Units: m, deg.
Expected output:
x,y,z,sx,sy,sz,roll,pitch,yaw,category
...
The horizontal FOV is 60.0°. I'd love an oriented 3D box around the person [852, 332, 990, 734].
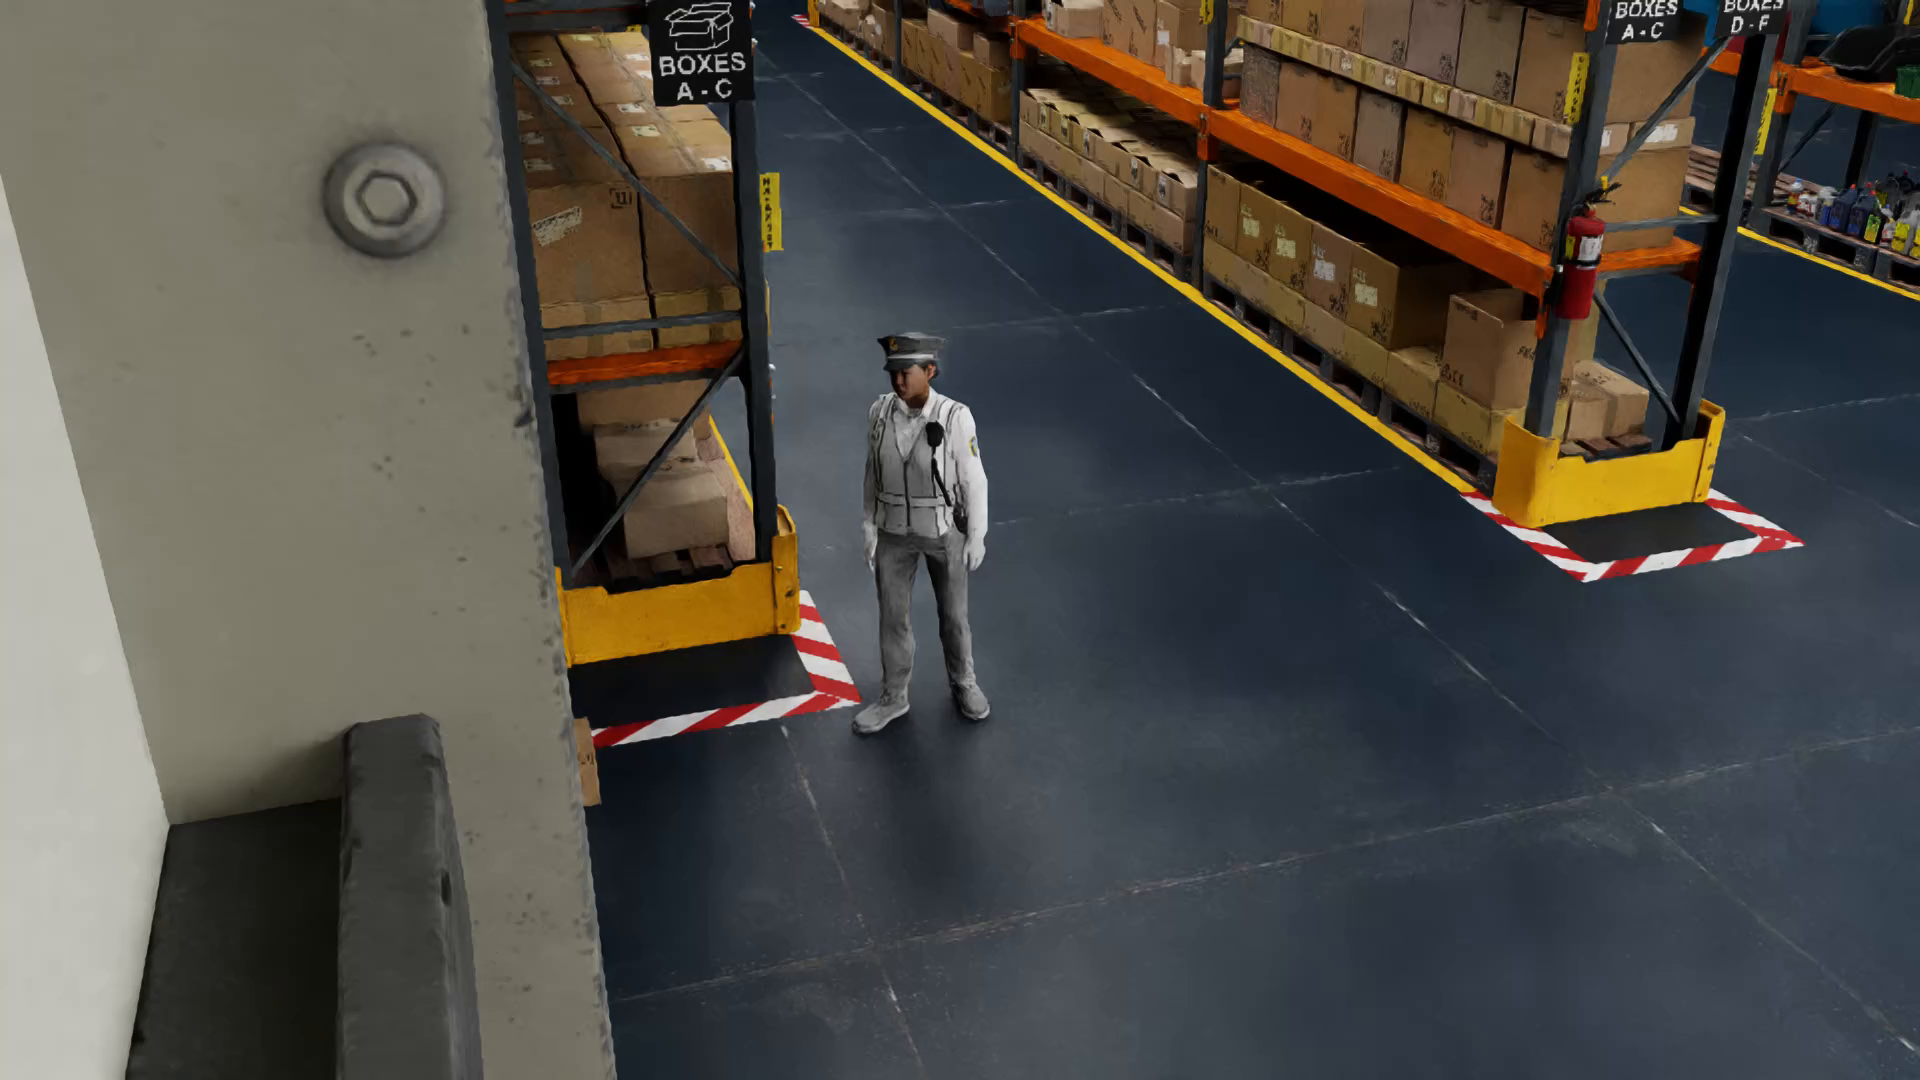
x,y,z,sx,sy,sz,roll,pitch,yaw,category
-0.142,-0.023,6.617,0.534,1.688,0.451,7,27,14,person
